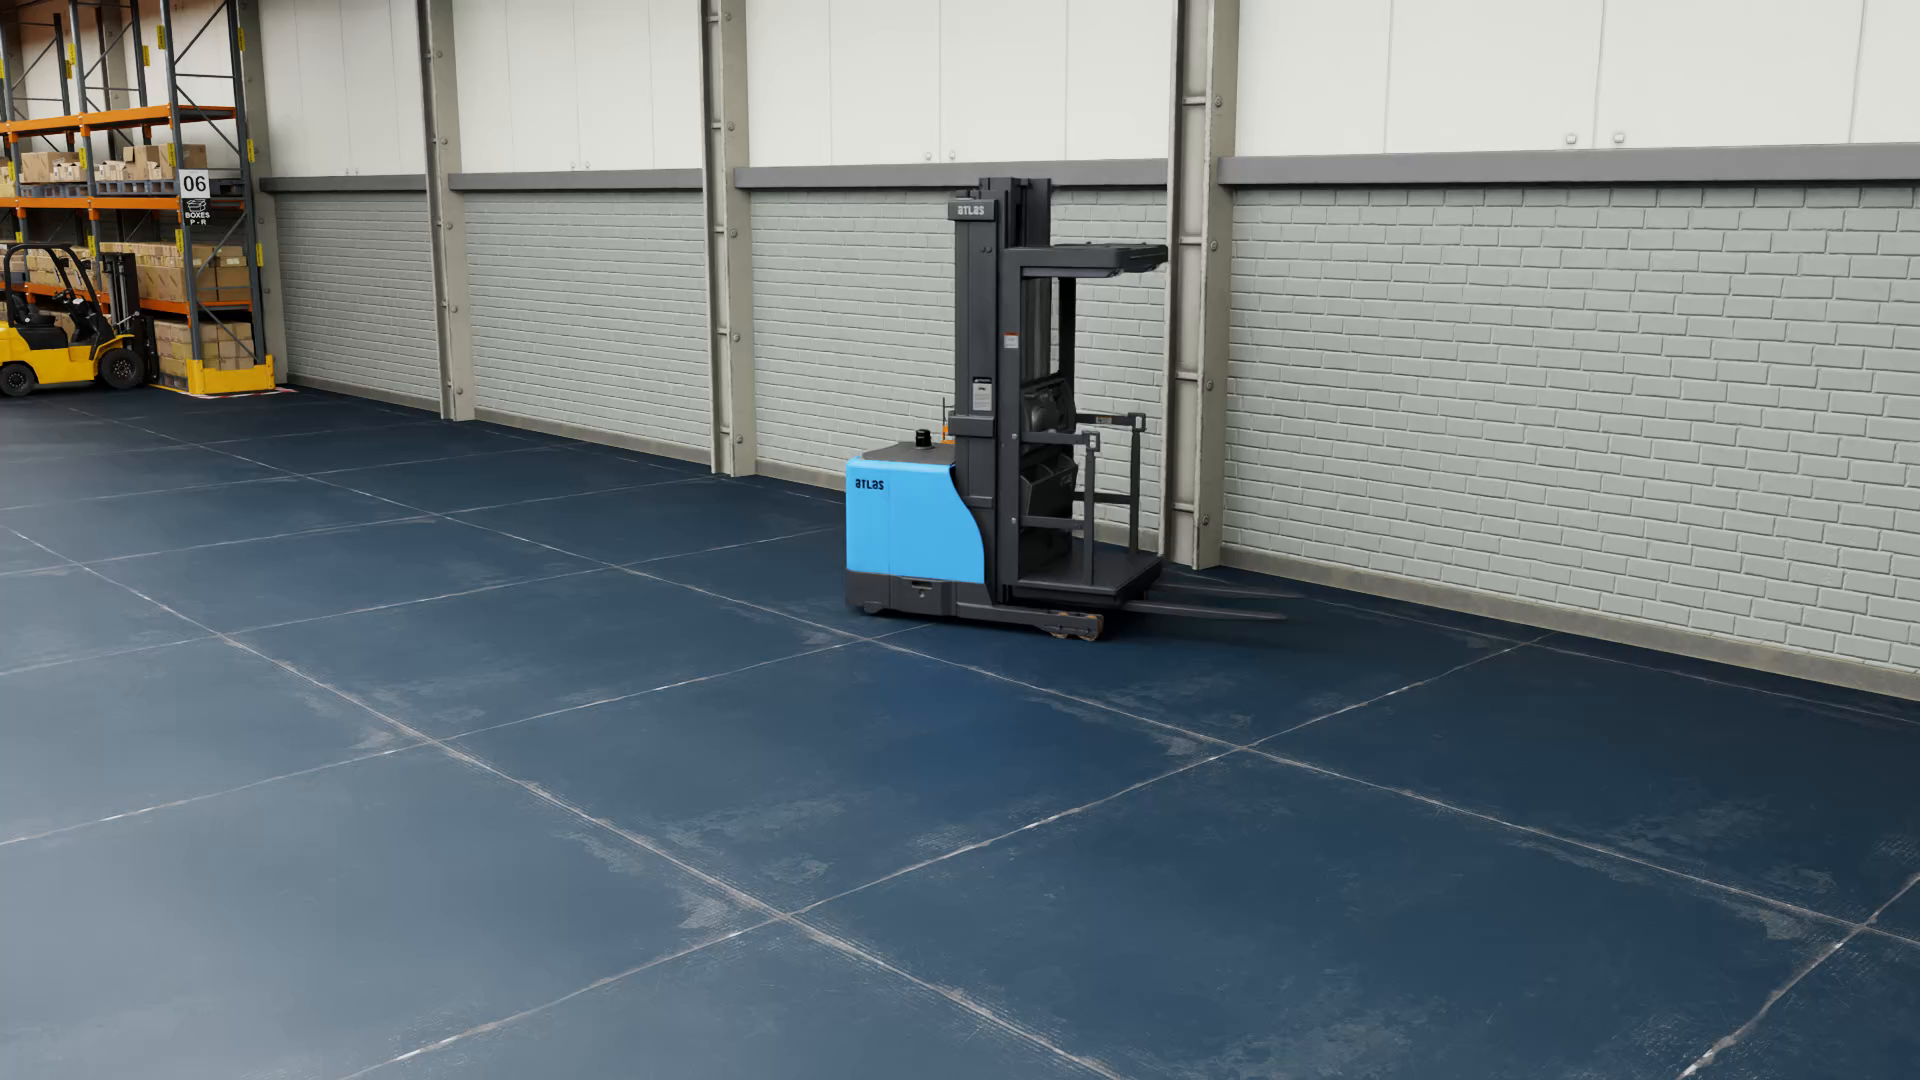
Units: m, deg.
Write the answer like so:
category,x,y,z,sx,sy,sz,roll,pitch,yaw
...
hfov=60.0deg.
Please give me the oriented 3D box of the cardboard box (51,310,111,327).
category,x,y,z,sx,sy,sz,roll,pitch,yaw
cardboard box,-15.448,-3.711,29.333,0.875,0.625,0.625,-10,15,-41

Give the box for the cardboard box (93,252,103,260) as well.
category,x,y,z,sx,sy,sz,roll,pitch,yaw
cardboard box,-13.960,-4.657,27.227,0.380,0.149,0.250,-10,15,-41

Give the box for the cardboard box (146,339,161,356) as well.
category,x,y,z,sx,sy,sz,roll,pitch,yaw
cardboard box,-12.074,-2.966,25.409,0.500,0.250,0.500,-11,16,-44

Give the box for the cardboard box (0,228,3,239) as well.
category,x,y,z,sx,sy,sz,roll,pitch,yaw
cardboard box,-19.924,-6.133,34.022,0.500,0.500,0.500,11,16,44

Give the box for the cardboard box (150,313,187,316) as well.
category,x,y,z,sx,sy,sz,roll,pitch,yaw
cardboard box,-12.723,-3.503,26.778,0.500,0.250,0.500,-11,16,-43

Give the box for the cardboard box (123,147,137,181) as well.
category,x,y,z,sx,sy,sz,roll,pitch,yaw
cardboard box,-12.294,-5.747,25.394,0.797,0.503,0.637,-10,15,-41

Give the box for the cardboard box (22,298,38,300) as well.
category,x,y,z,sx,sy,sz,roll,pitch,yaw
cardboard box,-18.266,-4.653,32.607,0.380,0.149,0.250,-11,16,-42

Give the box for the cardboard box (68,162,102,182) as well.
category,x,y,z,sx,sy,sz,roll,pitch,yaw
cardboard box,-14.239,-6.023,27.212,0.500,0.311,0.500,11,16,43

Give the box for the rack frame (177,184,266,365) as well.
category,x,y,z,sx,sy,sz,roll,pitch,yaw
rack frame,-10.801,-3.688,24.377,1.000,3.000,0.127,-11,16,-43

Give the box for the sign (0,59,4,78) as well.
category,x,y,z,sx,sy,sz,roll,pitch,yaw
sign,-16.711,-8.213,28.963,0.100,0.325,0.005,-11,16,-43

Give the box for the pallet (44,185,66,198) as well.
category,x,y,z,sx,sy,sz,roll,pitch,yaw
pallet,-15.018,-5.983,28.550,1.003,0.211,1.213,-10,15,-40

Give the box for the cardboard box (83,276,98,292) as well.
category,x,y,z,sx,sy,sz,roll,pitch,yaw
cardboard box,-14.101,-4.235,27.406,0.500,0.250,0.500,-10,16,-41

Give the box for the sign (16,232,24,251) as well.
category,x,y,z,sx,sy,sz,roll,pitch,yaw
sign,-16.712,-5.307,29.562,0.100,0.325,0.005,-11,16,-43

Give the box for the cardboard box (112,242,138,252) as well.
category,x,y,z,sx,sy,sz,roll,pitch,yaw
cardboard box,-13.299,-4.673,26.566,0.380,0.149,0.250,-11,16,-42

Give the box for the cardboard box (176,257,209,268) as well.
category,x,y,z,sx,sy,sz,roll,pitch,yaw
cardboard box,-11.243,-4.066,24.358,0.380,0.149,0.250,-11,16,-42

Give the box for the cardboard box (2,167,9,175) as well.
category,x,y,z,sx,sy,sz,roll,pitch,yaw
cardboard box,-17.103,-6.686,30.142,0.250,0.149,0.380,11,16,43

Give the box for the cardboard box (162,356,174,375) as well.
category,x,y,z,sx,sy,sz,roll,pitch,yaw
cardboard box,-11.691,-2.645,25.090,0.500,0.250,0.500,-11,16,-43

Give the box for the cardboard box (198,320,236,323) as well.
category,x,y,z,sx,sy,sz,roll,pitch,yaw
cardboard box,-11.344,-3.205,25.331,0.500,0.250,0.500,-11,16,-42

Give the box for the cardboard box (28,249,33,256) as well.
category,x,y,z,sx,sy,sz,roll,pitch,yaw
cardboard box,-16.319,-5.134,29.544,0.380,0.149,0.250,-10,15,-41

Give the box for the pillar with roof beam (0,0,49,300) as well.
category,x,y,z,sx,sy,sz,roll,pitch,yaw
pillar with roof beam,-22.031,-8.005,30.463,9.100,9.000,0.548,-11,16,-43

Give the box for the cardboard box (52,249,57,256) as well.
category,x,y,z,sx,sy,sz,roll,pitch,yaw
cardboard box,-15.420,-4.947,28.637,0.380,0.149,0.250,-10,16,-41

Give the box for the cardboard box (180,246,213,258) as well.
category,x,y,z,sx,sy,sz,roll,pitch,yaw
cardboard box,-11.201,-4.223,24.383,0.380,0.149,0.250,-11,16,-42

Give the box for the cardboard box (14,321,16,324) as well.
category,x,y,z,sx,sy,sz,roll,pitch,yaw
cardboard box,-17.475,-4.019,31.139,0.500,0.500,0.500,-10,15,-40

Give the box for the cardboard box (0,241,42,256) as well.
category,x,y,z,sx,sy,sz,roll,pitch,yaw
cardboard box,-17.587,-5.324,31.023,0.637,0.503,0.797,11,16,44

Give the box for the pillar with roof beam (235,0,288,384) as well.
category,x,y,z,sx,sy,sz,roll,pitch,yaw
pillar with roof beam,-13.744,-6.253,21.963,9.100,9.000,0.400,-11,16,-43

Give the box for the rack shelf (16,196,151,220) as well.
category,x,y,z,sx,sy,sz,roll,pitch,yaw
rack shelf,-14.945,-5.680,28.397,1.077,0.370,4.000,-11,16,-43

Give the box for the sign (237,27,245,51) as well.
category,x,y,z,sx,sy,sz,roll,pitch,yaw
sign,-10.395,-7.237,24.033,0.100,0.325,0.005,-11,16,-43

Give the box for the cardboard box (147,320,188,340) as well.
category,x,y,z,sx,sy,sz,roll,pitch,yaw
cardboard box,-12.057,-3.206,25.335,0.500,0.250,0.500,-11,16,-42

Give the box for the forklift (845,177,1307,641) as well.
category,x,y,z,sx,sy,sz,roll,pitch,yaw
forklift,0.774,-0.904,11.037,3.031,2.935,1.130,5,13,22

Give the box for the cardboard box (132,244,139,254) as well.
category,x,y,z,sx,sy,sz,roll,pitch,yaw
cardboard box,-12.611,-4.519,25.820,0.380,0.149,0.250,-11,16,-43

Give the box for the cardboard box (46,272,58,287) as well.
category,x,y,z,sx,sy,sz,roll,pitch,yaw
cardboard box,-15.492,-4.535,28.860,0.500,0.250,0.500,11,16,43

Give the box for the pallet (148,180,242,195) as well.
category,x,y,z,sx,sy,sz,roll,pitch,yaw
pallet,-11.271,-5.220,24.602,1.003,0.211,1.213,-11,16,-43

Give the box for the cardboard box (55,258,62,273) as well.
category,x,y,z,sx,sy,sz,roll,pitch,yaw
cardboard box,-15.132,-4.705,28.446,0.500,0.250,0.500,-11,16,-42

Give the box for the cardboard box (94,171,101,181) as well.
category,x,y,z,sx,sy,sz,roll,pitch,yaw
cardboard box,-13.473,-5.764,26.358,0.380,0.149,0.250,-10,16,-41

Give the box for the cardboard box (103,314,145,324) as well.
category,x,y,z,sx,sy,sz,roll,pitch,yaw
cardboard box,-13.456,-3.506,26.790,0.500,0.250,0.500,-11,16,-43

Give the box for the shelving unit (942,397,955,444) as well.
category,x,y,z,sx,sy,sz,roll,pitch,yaw
shelving unit,0.010,-0.586,13.780,0.258,1.200,0.189,-11,16,-43

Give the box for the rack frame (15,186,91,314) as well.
category,x,y,z,sx,sy,sz,roll,pitch,yaw
rack frame,-16.326,-4.855,30.044,1.000,3.000,0.127,-11,16,-43

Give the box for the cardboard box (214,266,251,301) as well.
category,x,y,z,sx,sy,sz,roll,pitch,yaw
cardboard box,-10.942,-3.848,24.906,0.500,0.500,0.500,-10,15,-41

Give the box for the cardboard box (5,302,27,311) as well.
category,x,y,z,sx,sy,sz,roll,pitch,yaw
cardboard box,-17.745,-4.389,31.325,0.250,0.149,0.380,11,16,42

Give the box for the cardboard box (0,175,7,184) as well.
category,x,y,z,sx,sy,sz,roll,pitch,yaw
cardboard box,-17.276,-6.577,30.352,0.380,0.149,0.250,-11,16,-43

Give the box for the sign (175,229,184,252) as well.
category,x,y,z,sx,sy,sz,roll,pitch,yaw
sign,-11.203,-4.297,23.879,0.100,0.325,0.005,-11,16,-43

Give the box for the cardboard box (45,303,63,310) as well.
category,x,y,z,sx,sy,sz,roll,pitch,yaw
cardboard box,-16.854,-4.342,31.097,0.380,0.149,0.250,-11,16,-42

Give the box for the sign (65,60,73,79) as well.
category,x,y,z,sx,sy,sz,roll,pitch,yaw
sign,-15.927,-8.406,29.707,0.100,0.325,0.005,-11,16,-43

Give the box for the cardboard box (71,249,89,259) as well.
category,x,y,z,sx,sy,sz,roll,pitch,yaw
cardboard box,-14.695,-4.802,27.931,0.250,0.149,0.380,11,16,44

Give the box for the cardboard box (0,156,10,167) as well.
category,x,y,z,sx,sy,sz,roll,pitch,yaw
cardboard box,-18.621,-7.319,32.141,0.396,0.266,0.258,-11,16,-43

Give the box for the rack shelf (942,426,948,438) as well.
category,x,y,z,sx,sy,sz,roll,pitch,yaw
rack shelf,0.010,-0.895,13.716,0.258,0.103,0.180,-11,16,-43

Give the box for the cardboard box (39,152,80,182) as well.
category,x,y,z,sx,sy,sz,roll,pitch,yaw
cardboard box,-15.299,-6.340,28.280,0.500,0.500,0.500,-10,16,-41

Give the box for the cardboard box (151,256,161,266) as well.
category,x,y,z,sx,sy,sz,roll,pitch,yaw
cardboard box,-11.958,-4.216,25.084,0.250,0.149,0.380,11,16,43

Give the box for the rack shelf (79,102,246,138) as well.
category,x,y,z,sx,sy,sz,roll,pitch,yaw
rack shelf,-12.182,-6.370,25.302,1.077,0.370,4.000,-11,16,-43

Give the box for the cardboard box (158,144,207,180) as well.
category,x,y,z,sx,sy,sz,roll,pitch,yaw
cardboard box,-11.283,-5.491,24.161,0.500,0.500,0.500,-10,15,-41

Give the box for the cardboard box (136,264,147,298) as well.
category,x,y,z,sx,sy,sz,roll,pitch,yaw
cardboard box,-12.392,-3.996,25.623,0.500,0.500,0.500,-11,16,-42

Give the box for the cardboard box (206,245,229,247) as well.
category,x,y,z,sx,sy,sz,roll,pitch,yaw
cardboard box,-11.227,-4.358,25.040,0.380,0.149,0.250,-10,16,-41

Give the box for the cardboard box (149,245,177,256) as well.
category,x,y,z,sx,sy,sz,roll,pitch,yaw
cardboard box,-11.972,-4.358,25.040,0.380,0.149,0.250,-10,16,-41

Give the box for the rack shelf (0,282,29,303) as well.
category,x,y,z,sx,sy,sz,roll,pitch,yaw
rack shelf,-17.707,-4.795,31.534,1.077,0.370,4.000,-11,16,-43
